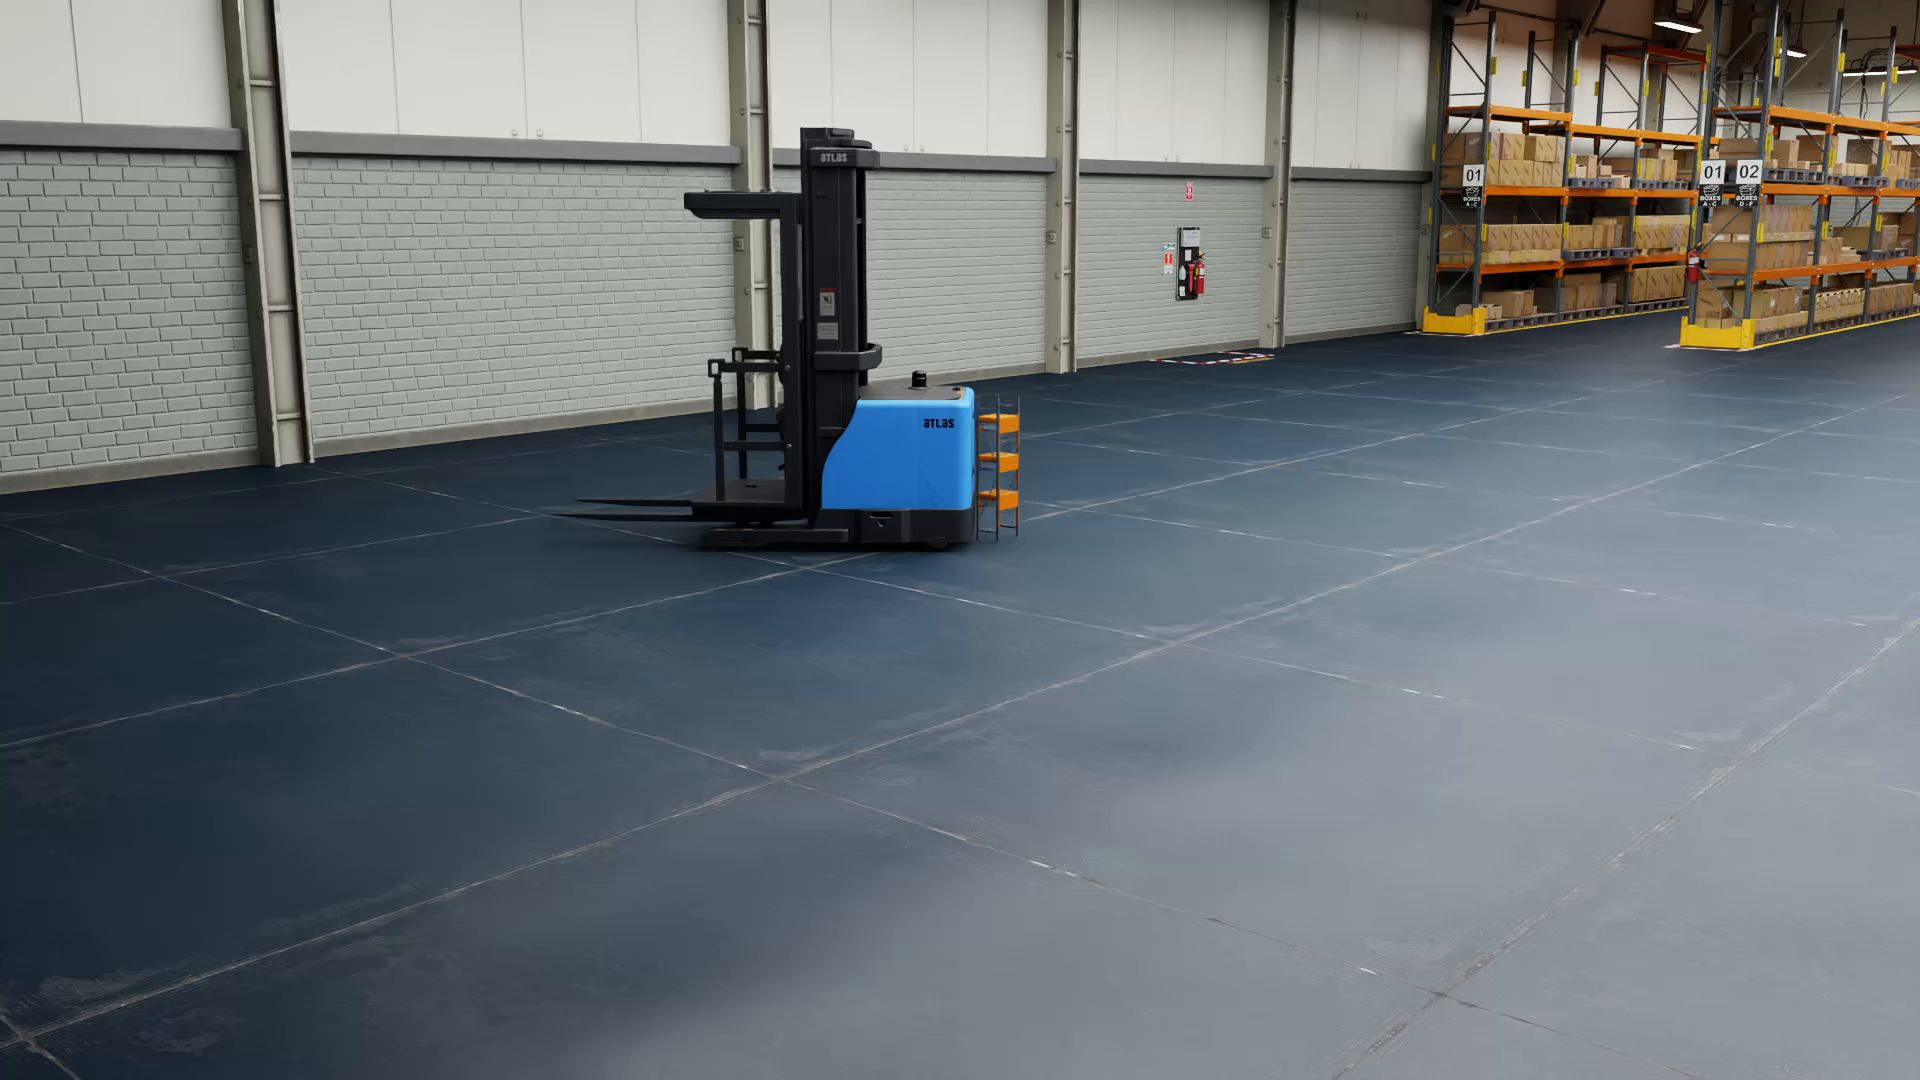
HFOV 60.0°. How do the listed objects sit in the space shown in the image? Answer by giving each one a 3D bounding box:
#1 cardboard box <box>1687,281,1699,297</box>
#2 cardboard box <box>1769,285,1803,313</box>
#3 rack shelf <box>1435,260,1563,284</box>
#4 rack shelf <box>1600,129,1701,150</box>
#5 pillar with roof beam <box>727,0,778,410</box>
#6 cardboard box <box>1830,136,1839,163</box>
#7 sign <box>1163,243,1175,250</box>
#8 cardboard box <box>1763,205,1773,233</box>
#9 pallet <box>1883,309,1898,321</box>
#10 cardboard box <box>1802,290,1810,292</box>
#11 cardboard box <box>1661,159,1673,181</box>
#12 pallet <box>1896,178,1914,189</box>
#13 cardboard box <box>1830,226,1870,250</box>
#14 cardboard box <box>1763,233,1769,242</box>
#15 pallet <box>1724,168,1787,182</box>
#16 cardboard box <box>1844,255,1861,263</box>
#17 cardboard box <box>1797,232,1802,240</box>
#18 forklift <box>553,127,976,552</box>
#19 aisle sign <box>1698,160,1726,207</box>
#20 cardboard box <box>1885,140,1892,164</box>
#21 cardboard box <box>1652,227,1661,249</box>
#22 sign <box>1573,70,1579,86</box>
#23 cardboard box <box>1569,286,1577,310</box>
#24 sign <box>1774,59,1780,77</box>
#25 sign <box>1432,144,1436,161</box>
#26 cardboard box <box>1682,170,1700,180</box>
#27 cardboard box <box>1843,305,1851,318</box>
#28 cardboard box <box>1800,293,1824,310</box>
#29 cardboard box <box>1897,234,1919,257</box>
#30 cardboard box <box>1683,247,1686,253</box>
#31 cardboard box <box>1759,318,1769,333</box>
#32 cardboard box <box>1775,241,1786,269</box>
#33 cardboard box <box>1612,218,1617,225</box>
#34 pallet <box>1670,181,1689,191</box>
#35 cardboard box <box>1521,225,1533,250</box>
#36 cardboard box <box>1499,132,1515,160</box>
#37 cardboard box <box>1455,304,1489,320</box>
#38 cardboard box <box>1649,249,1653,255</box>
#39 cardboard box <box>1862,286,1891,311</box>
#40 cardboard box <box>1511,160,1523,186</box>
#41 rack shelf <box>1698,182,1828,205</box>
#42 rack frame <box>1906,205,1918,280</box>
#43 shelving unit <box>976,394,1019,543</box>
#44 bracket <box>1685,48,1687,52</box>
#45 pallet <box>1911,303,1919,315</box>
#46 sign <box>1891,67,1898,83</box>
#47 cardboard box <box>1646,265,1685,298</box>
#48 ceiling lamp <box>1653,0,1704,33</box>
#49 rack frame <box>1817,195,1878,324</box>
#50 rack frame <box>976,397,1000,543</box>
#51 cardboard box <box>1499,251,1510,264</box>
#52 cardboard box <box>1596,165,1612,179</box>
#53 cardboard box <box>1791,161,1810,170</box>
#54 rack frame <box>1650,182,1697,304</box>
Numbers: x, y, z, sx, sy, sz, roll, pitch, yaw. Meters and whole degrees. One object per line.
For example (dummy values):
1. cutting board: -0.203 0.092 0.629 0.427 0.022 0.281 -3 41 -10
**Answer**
1. cardboard box: 18.092 -6.366 41.735 0.700 0.500 0.500 10 15 41
2. cardboard box: 15.483 -4.529 31.261 0.500 0.500 0.500 10 15 40
3. rack shelf: 10.920 -5.465 33.751 1.077 0.370 4.000 10 15 40
4. rack shelf: 16.201 -9.388 39.096 1.077 0.370 4.000 10 15 40
5. pillar with roof beam: 0.764 -5.475 16.650 9.100 9.000 0.400 10 15 40
6. cardboard box: 16.759 -7.616 32.420 0.500 0.500 0.500 -10 15 -42
7. sign: 3.359 -4.706 26.669 0.001 0.109 0.331 10 15 40
8. cardboard box: 14.019 -5.722 29.632 0.700 0.500 0.500 9 15 39
9. pallet: 19.931 -4.977 36.590 1.003 0.211 1.213 10 15 40
10. cardboard box: 17.020 -4.925 33.729 0.500 0.311 0.500 10 15 40
11. cardboard box: 16.539 -8.819 39.671 0.700 0.500 0.500 9 15 39
12. pallet: 20.079 -7.788 36.367 1.213 0.211 1.003 10 15 40
13. cardboard box: 18.935 -6.423 35.383 0.700 0.500 0.500 4 12 21
14. cardboard box: 14.082 -5.356 29.459 0.380 0.149 0.250 10 15 41
15. pallet: 13.810 -6.412 29.223 1.003 0.211 1.213 10 15 40
16. cardboard box: 18.218 -5.769 34.080 0.380 0.149 0.250 10 15 40
17. cardboard box: 15.437 -5.658 30.968 0.380 0.149 0.250 10 15 40
18. forklift: -1.410 -1.458 12.030 3.031 2.935 1.130 0 11 2
19. aisle sign: 13.059 -6.187 28.891 0.394 0.787 0.004 10 15 40
20. cardboard box: 19.570 -8.284 35.564 0.500 0.500 0.500 10 15 40
21. cardboard box: 16.075 -7.092 38.996 0.500 0.500 0.500 10 15 40
22. sign: 12.636 -9.478 34.102 0.100 0.325 0.005 10 15 40
23. cardboard box: 13.017 -5.295 36.322 0.700 0.500 0.500 9 15 39
24. sign: 15.548 -8.979 31.606 0.100 0.325 0.005 10 15 40
25. sign: 9.196 -7.503 32.201 0.100 0.325 0.005 10 15 40
26. cardboard box: 18.175 -9.009 41.055 0.500 0.250 0.500 10 15 40
27. cardboard box: 17.768 -4.659 33.829 0.500 0.250 0.500 10 15 42
28. cardboard box: 16.424 -4.633 32.267 0.500 0.311 0.500 10 15 41
29. cardboard box: 21.786 -6.738 38.032 0.500 0.500 0.500 10 15 42
30. cardboard box: 17.511 -7.089 40.637 0.380 0.149 0.250 10 15 41
31. cardboard box: 14.172 -3.865 29.854 0.500 0.250 0.500 10 15 40
32. cardboard box: 14.661 -5.228 30.472 0.700 0.500 0.500 10 15 42
33. cardboard box: 14.676 -7.229 37.711 0.380 0.149 0.250 7 14 33
34. pallet: 16.953 -8.525 40.065 0.805 0.209 1.217 9 14 38
35. cardboard box: 11.152 -6.083 33.426 0.500 0.500 0.500 10 15 42
36. cardboard box: 10.406 -7.636 32.267 0.500 0.500 0.500 10 15 40
37. cardboard box: 10.124 -4.511 32.879 0.500 0.311 0.500 8 14 34
38. cardboard box: 16.100 -6.799 39.182 0.380 0.149 0.250 10 15 41
39. cardboard box: 19.796 -5.232 36.004 0.500 0.500 0.500 10 15 40
40. cardboard box: 10.729 -7.222 32.744 0.500 0.500 0.500 11 16 43
41. rack shelf: 14.644 -6.296 30.254 1.077 0.370 4.000 10 15 40
42. rack frame: 23.885 -7.238 40.790 1.000 3.000 0.127 10 15 40
43. shelving unit: 0.275 -0.523 12.150 0.215 1.050 0.252 9 14 37
44. bracket: 17.874 -12.226 41.258 0.235 0.232 0.430 10 15 40
45. pallet: 21.699 -5.383 38.622 1.003 0.211 1.213 10 15 40
46. sign: 19.024 -9.467 33.846 0.100 0.325 0.005 10 15 40
47. cardboard box: 17.190 -6.328 40.654 0.750 0.750 0.750 10 15 41
48. ceiling lamp: 14.259 -11.534 32.079 0.800 3.185 2.000 10 15 40
49. rack frame: 18.604 -6.061 34.897 1.000 3.000 0.127 10 15 40
50. rack frame: 0.201 -0.504 12.055 0.200 1.050 0.008 9 14 37
51. cardboard box: 10.493 -5.569 32.766 0.500 0.250 0.500 9 15 39
52. cardboard box: 13.955 -8.053 36.900 0.637 0.503 0.797 -10 15 -40
53. cardboard box: 15.373 -6.882 30.561 0.380 0.149 0.250 10 15 40
54. rack frame: 17.521 -7.289 41.047 1.000 3.000 0.127 10 15 40
